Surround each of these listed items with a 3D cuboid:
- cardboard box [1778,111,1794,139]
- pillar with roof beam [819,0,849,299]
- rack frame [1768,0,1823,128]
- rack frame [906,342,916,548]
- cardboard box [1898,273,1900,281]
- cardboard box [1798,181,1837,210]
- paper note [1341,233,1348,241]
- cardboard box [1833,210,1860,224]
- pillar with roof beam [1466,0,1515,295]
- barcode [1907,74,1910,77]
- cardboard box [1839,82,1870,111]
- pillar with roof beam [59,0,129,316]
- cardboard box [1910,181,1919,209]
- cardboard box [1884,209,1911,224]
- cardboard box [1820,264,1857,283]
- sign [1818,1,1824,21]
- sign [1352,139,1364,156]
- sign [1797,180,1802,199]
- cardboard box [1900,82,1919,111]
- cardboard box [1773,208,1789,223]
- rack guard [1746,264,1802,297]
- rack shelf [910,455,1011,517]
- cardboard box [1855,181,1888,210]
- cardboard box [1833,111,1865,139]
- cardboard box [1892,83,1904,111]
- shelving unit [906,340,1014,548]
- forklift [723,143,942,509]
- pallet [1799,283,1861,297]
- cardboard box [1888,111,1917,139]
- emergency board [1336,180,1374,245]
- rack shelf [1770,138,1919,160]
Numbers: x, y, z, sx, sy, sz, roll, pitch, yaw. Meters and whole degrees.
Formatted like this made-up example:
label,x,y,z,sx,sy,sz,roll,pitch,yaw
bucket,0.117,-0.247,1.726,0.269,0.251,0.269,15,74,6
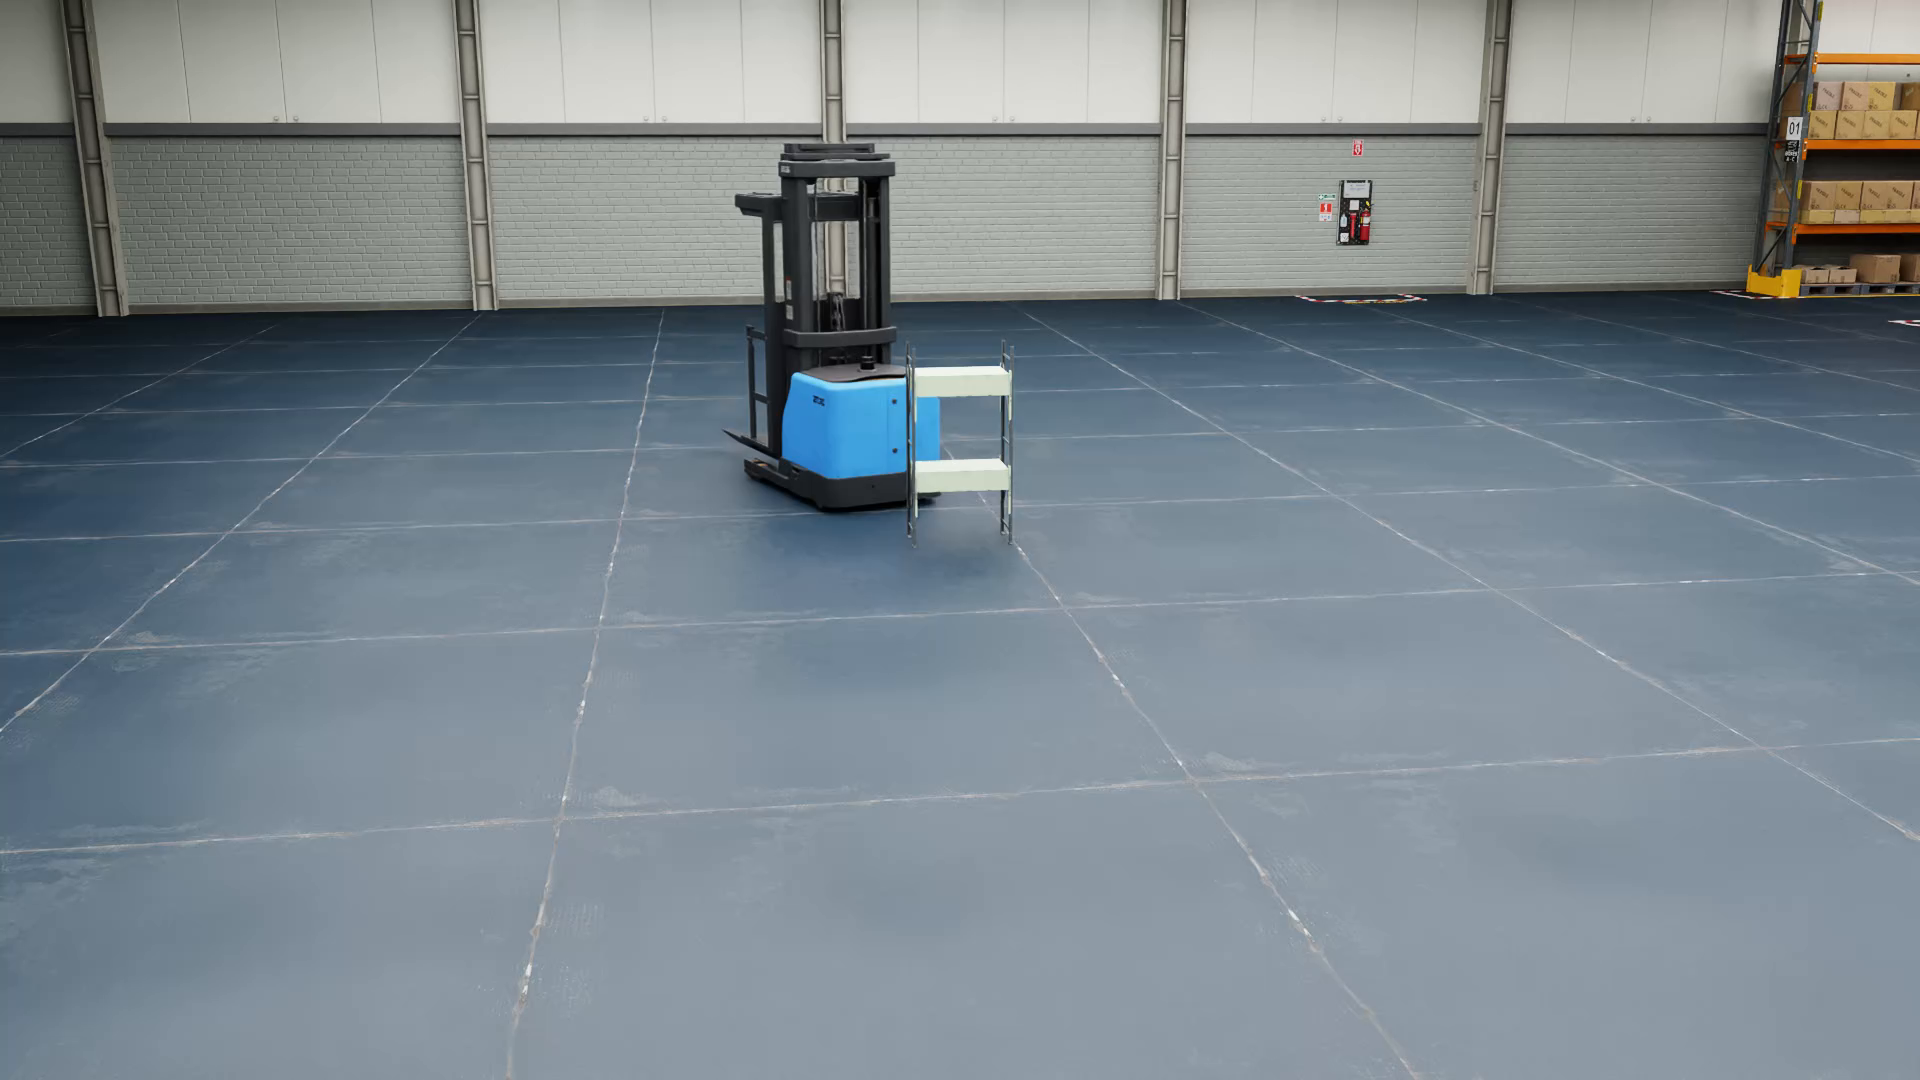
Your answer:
label,x,y,z,sx,sy,sz,roll,pitch,yaw
cardboard box,15.440,-7.628,30.557,0.500,0.500,0.500,-1,14,-4
pillar with roof beam,-1.529,-7.494,24.104,0.400,9.000,9.100,-2,14,-8
rack frame,15.065,-8.948,29.904,0.127,3.000,1.000,-2,14,-8
rack frame,-0.369,-0.714,12.486,0.023,1.500,0.400,-2,14,-8
cardboard box,17.436,-4.961,31.293,0.250,0.149,0.380,-3,14,-13
cardboard box,15.582,-6.284,30.339,0.500,0.500,0.500,-2,14,-8
paper note,7.061,-5.557,30.525,0.142,0.148,0.016,-2,14,-8
cardboard box,16.106,-5.939,30.504,0.500,0.250,0.500,-3,14,-10
pillar with roof beam,10.337,-7.929,25.838,0.400,9.000,9.100,-2,14,-8
barcode,17.582,-8.613,30.827,0.075,0.075,0.001,-2,14,-8
cardboard box,15.986,-7.998,29.979,0.500,0.500,0.500,-2,14,-9
pillar with roof beam,-13.395,-7.059,22.370,0.400,9.000,9.100,-2,14,-8
cardboard box,17.607,-6.357,30.631,0.500,0.500,0.500,-3,14,-10
cardboard box,17.111,-5.974,30.643,0.500,0.250,0.500,-2,14,-8
cardboard box,16.326,-4.972,31.003,0.500,0.311,0.500,-1,14,-4
sign,15.146,-9.309,29.260,0.005,0.325,0.100,-2,14,-8
sign,7.223,-7.122,30.189,0.199,0.298,0.001,-2,14,-8
sign,15.146,-6.328,30.008,0.005,0.325,0.100,-2,14,-8
cardboard box,17.510,-8.054,30.203,0.500,0.500,0.500,-3,14,-10
cardboard box,15.498,-6.039,30.903,0.500,0.250,0.500,-2,14,-7
rack guard,15.140,-4.829,30.949,0.348,0.500,1.175,-2,14,-8
rack shelf,-0.007,-0.411,12.618,0.720,0.370,0.431,-2,14,-8
cardboard box,16.584,-6.317,30.469,0.500,0.500,0.500,-3,14,-10
cardboard box,15.969,-7.514,30.106,0.500,0.500,0.500,-1,14,-5
cardboard box,16.980,-8.166,30.650,0.500,0.500,0.500,-2,14,-8
shelving unit,-0.007,-0.727,12.538,0.755,1.500,0.431,-2,14,-8
forklift,-1.286,-1.987,14.619,1.130,2.935,3.031,-7,16,-27
pallet,15.949,-4.710,31.067,1.213,0.211,1.003,-2,14,-8
cardboard box,17.009,-7.559,30.283,0.500,0.500,0.500,-1,14,-5
emergency board,7.246,-5.974,30.377,0.643,1.169,0.194,-2,14,-8
rack shelf,17.043,-7.217,30.645,4.000,0.370,1.077,-2,14,-8
